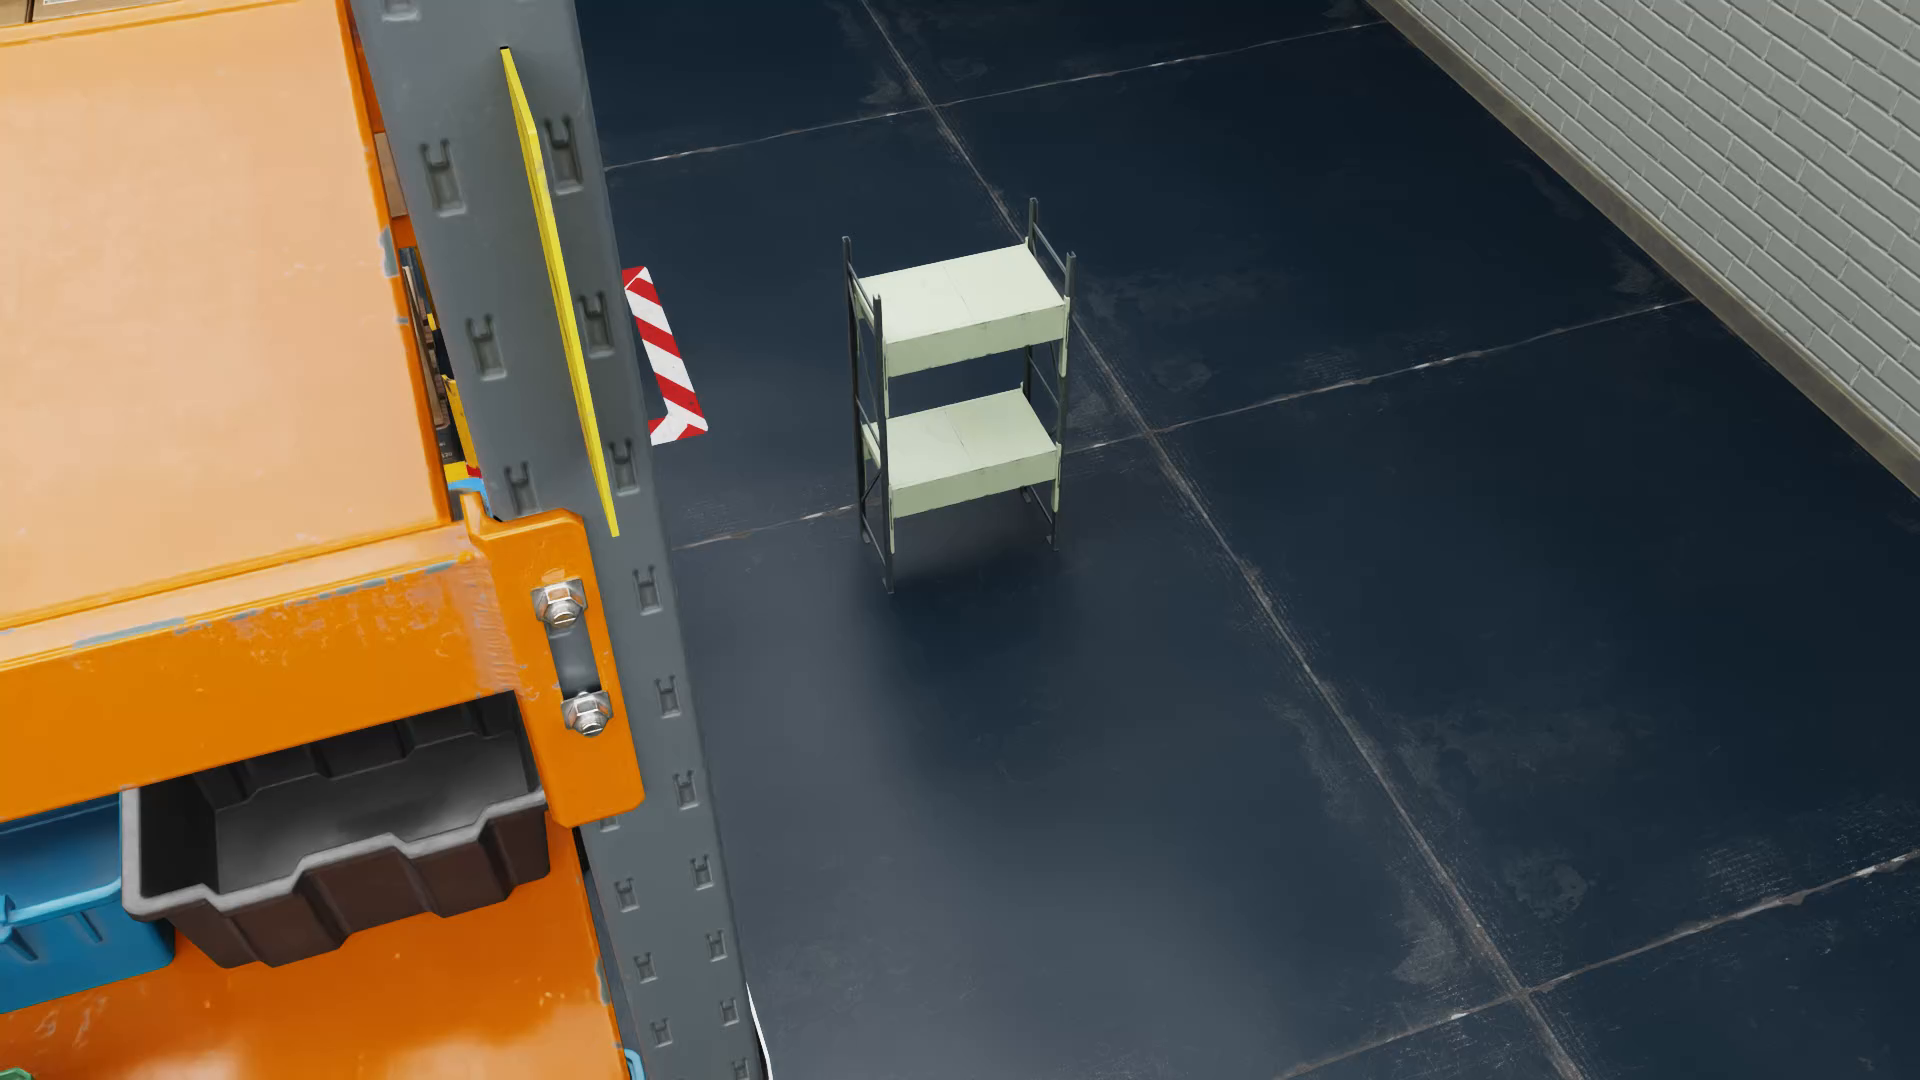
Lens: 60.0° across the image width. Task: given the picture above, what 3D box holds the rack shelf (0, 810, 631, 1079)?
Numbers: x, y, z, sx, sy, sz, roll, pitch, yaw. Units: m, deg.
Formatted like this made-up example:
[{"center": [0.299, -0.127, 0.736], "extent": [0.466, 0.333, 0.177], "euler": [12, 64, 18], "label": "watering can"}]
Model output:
[{"center": [-2.340, 1.169, 2.167], "extent": [4.000, 0.370, 1.077], "euler": [-14, 47, -14], "label": "rack shelf"}]

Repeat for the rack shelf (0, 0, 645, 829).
[{"center": [-2.340, 0.251, 1.246], "extent": [4.000, 0.370, 1.077], "euler": [-14, 47, -14], "label": "rack shelf"}]

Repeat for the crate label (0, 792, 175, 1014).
[{"center": [-1.437, 0.493, 2.437], "extent": [0.502, 0.251, 0.408], "euler": [-14, 47, -14], "label": "crate label"}]

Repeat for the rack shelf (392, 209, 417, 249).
[{"center": [-4.019, -1.073, 6.519], "extent": [4.000, 0.370, 1.077], "euler": [-14, 47, -14], "label": "rack shelf"}]

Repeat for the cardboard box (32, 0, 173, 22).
[{"center": [-2.938, -1.784, 5.943], "extent": [0.500, 0.500, 0.500], "euler": [-13, 47, -13], "label": "cardboard box"}]

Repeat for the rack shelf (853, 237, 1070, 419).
[{"center": [-0.006, -0.803, 6.250], "extent": [0.720, 0.370, 0.431], "euler": [-14, 47, -14], "label": "rack shelf"}]

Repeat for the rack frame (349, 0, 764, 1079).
[{"center": [-0.459, -0.625, 1.329], "extent": [0.127, 3.000, 1.000], "euler": [-14, 47, -14], "label": "rack frame"}]

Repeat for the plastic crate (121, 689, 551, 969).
[{"center": [-0.916, 0.387, 2.530], "extent": [0.590, 0.269, 0.497], "euler": [-14, 47, -14], "label": "plastic crate"}]

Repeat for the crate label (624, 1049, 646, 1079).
[{"center": [-0.803, 1.371, 3.651], "extent": [0.303, 0.233, 0.416], "euler": [-14, 47, -14], "label": "crate label"}]

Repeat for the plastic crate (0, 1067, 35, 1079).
[{"center": [-1.290, 0.936, 2.040], "extent": [0.336, 0.188, 0.450], "euler": [-14, 47, -14], "label": "plastic crate"}]

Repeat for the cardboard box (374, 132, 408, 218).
[{"center": [-2.466, -1.554, 6.420], "extent": [0.500, 0.500, 0.500], "euler": [-13, 47, -13], "label": "cardboard box"}]

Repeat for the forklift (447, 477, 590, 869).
[{"center": [-2.809, 0.204, 4.786], "extent": [3.031, 2.935, 1.130], "euler": [-17, 47, -16], "label": "forklift"}]

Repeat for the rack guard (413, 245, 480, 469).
[{"center": [-2.209, -0.907, 7.611], "extent": [0.348, 0.500, 1.175], "euler": [-14, 47, -14], "label": "rack guard"}]

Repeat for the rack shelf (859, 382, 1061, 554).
[{"center": [-0.006, -0.298, 6.757], "extent": [0.720, 0.370, 0.431], "euler": [-14, 47, -14], "label": "rack shelf"}]

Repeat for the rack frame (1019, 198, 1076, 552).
[{"center": [0.338, -0.616, 6.614], "extent": [0.023, 1.500, 0.400], "euler": [-14, 47, -14], "label": "rack frame"}]

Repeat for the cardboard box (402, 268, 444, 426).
[{"center": [-2.565, -0.786, 7.179], "extent": [0.500, 0.500, 0.500], "euler": [-14, 47, -14], "label": "cardboard box"}]

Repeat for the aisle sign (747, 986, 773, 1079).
[{"center": [-0.292, 0.753, 2.356], "extent": [0.004, 0.787, 0.394], "euler": [-14, 47, -14], "label": "aisle sign"}]

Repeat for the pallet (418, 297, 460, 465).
[{"center": [-2.959, -0.613, 7.521], "extent": [1.213, 0.211, 1.003], "euler": [-14, 47, -14], "label": "pallet"}]

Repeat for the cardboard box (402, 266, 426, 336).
[{"center": [-2.648, -1.085, 7.725], "extent": [0.250, 0.149, 0.380], "euler": [-14, 47, -14], "label": "cardboard box"}]

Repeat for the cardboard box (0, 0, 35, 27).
[{"center": [-3.424, -1.656, 5.816], "extent": [0.500, 0.500, 0.500], "euler": [-13, 47, -13], "label": "cardboard box"}]

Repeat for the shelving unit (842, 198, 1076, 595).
[{"center": [-0.006, -0.528, 6.526], "extent": [0.755, 1.500, 0.431], "euler": [-14, 47, -14], "label": "shelving unit"}]

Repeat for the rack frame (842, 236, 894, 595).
[{"center": [-0.351, -0.440, 6.439], "extent": [0.023, 1.500, 0.400], "euler": [-14, 47, -14], "label": "rack frame"}]

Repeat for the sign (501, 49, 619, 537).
[{"center": [-0.257, -0.148, 1.082], "extent": [0.005, 0.325, 0.100], "euler": [-14, 47, -14], "label": "sign"}]
